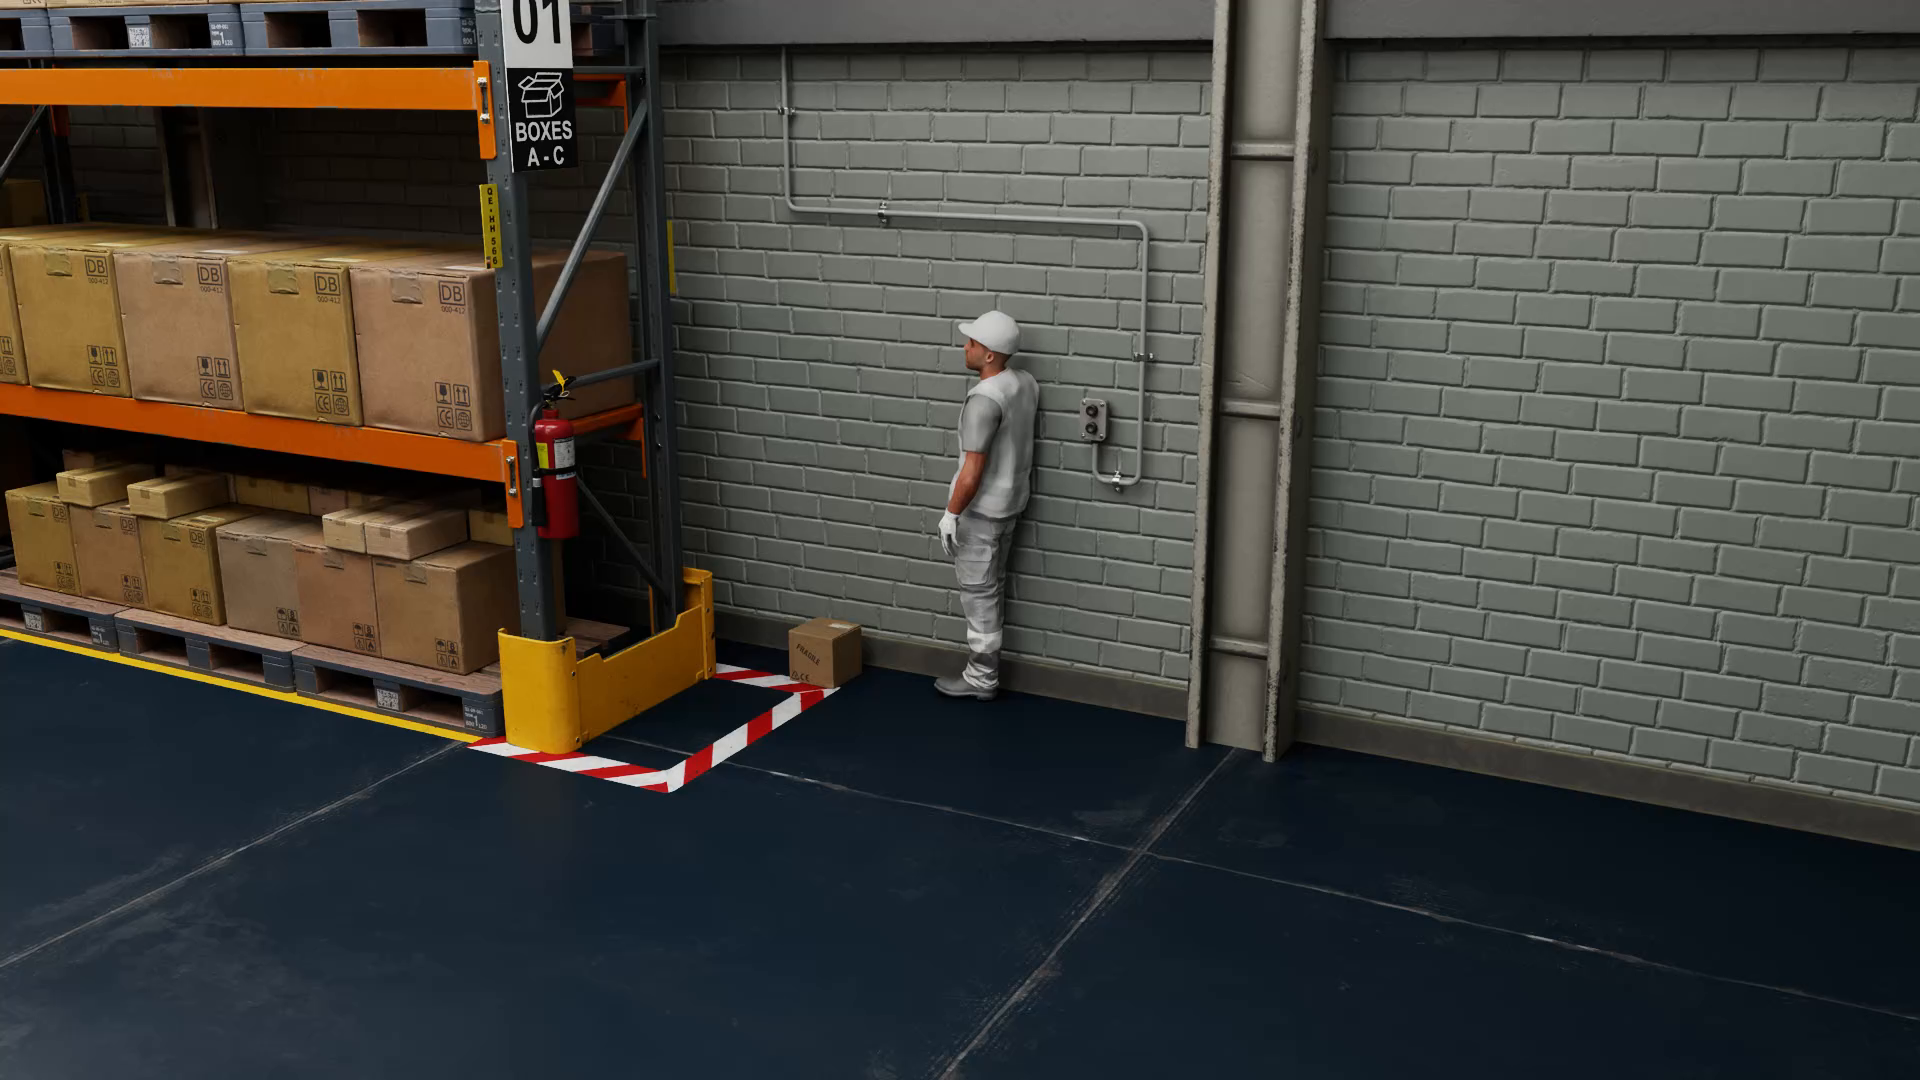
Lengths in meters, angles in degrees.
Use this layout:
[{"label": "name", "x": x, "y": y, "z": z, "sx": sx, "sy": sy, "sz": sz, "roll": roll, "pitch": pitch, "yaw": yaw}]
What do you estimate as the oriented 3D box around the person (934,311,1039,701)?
[{"label": "person", "x": 0.050, "y": -0.151, "z": 7.487, "sx": 0.558, "sy": 1.790, "sz": 0.637, "roll": 8, "pitch": 17, "yaw": 26}]
